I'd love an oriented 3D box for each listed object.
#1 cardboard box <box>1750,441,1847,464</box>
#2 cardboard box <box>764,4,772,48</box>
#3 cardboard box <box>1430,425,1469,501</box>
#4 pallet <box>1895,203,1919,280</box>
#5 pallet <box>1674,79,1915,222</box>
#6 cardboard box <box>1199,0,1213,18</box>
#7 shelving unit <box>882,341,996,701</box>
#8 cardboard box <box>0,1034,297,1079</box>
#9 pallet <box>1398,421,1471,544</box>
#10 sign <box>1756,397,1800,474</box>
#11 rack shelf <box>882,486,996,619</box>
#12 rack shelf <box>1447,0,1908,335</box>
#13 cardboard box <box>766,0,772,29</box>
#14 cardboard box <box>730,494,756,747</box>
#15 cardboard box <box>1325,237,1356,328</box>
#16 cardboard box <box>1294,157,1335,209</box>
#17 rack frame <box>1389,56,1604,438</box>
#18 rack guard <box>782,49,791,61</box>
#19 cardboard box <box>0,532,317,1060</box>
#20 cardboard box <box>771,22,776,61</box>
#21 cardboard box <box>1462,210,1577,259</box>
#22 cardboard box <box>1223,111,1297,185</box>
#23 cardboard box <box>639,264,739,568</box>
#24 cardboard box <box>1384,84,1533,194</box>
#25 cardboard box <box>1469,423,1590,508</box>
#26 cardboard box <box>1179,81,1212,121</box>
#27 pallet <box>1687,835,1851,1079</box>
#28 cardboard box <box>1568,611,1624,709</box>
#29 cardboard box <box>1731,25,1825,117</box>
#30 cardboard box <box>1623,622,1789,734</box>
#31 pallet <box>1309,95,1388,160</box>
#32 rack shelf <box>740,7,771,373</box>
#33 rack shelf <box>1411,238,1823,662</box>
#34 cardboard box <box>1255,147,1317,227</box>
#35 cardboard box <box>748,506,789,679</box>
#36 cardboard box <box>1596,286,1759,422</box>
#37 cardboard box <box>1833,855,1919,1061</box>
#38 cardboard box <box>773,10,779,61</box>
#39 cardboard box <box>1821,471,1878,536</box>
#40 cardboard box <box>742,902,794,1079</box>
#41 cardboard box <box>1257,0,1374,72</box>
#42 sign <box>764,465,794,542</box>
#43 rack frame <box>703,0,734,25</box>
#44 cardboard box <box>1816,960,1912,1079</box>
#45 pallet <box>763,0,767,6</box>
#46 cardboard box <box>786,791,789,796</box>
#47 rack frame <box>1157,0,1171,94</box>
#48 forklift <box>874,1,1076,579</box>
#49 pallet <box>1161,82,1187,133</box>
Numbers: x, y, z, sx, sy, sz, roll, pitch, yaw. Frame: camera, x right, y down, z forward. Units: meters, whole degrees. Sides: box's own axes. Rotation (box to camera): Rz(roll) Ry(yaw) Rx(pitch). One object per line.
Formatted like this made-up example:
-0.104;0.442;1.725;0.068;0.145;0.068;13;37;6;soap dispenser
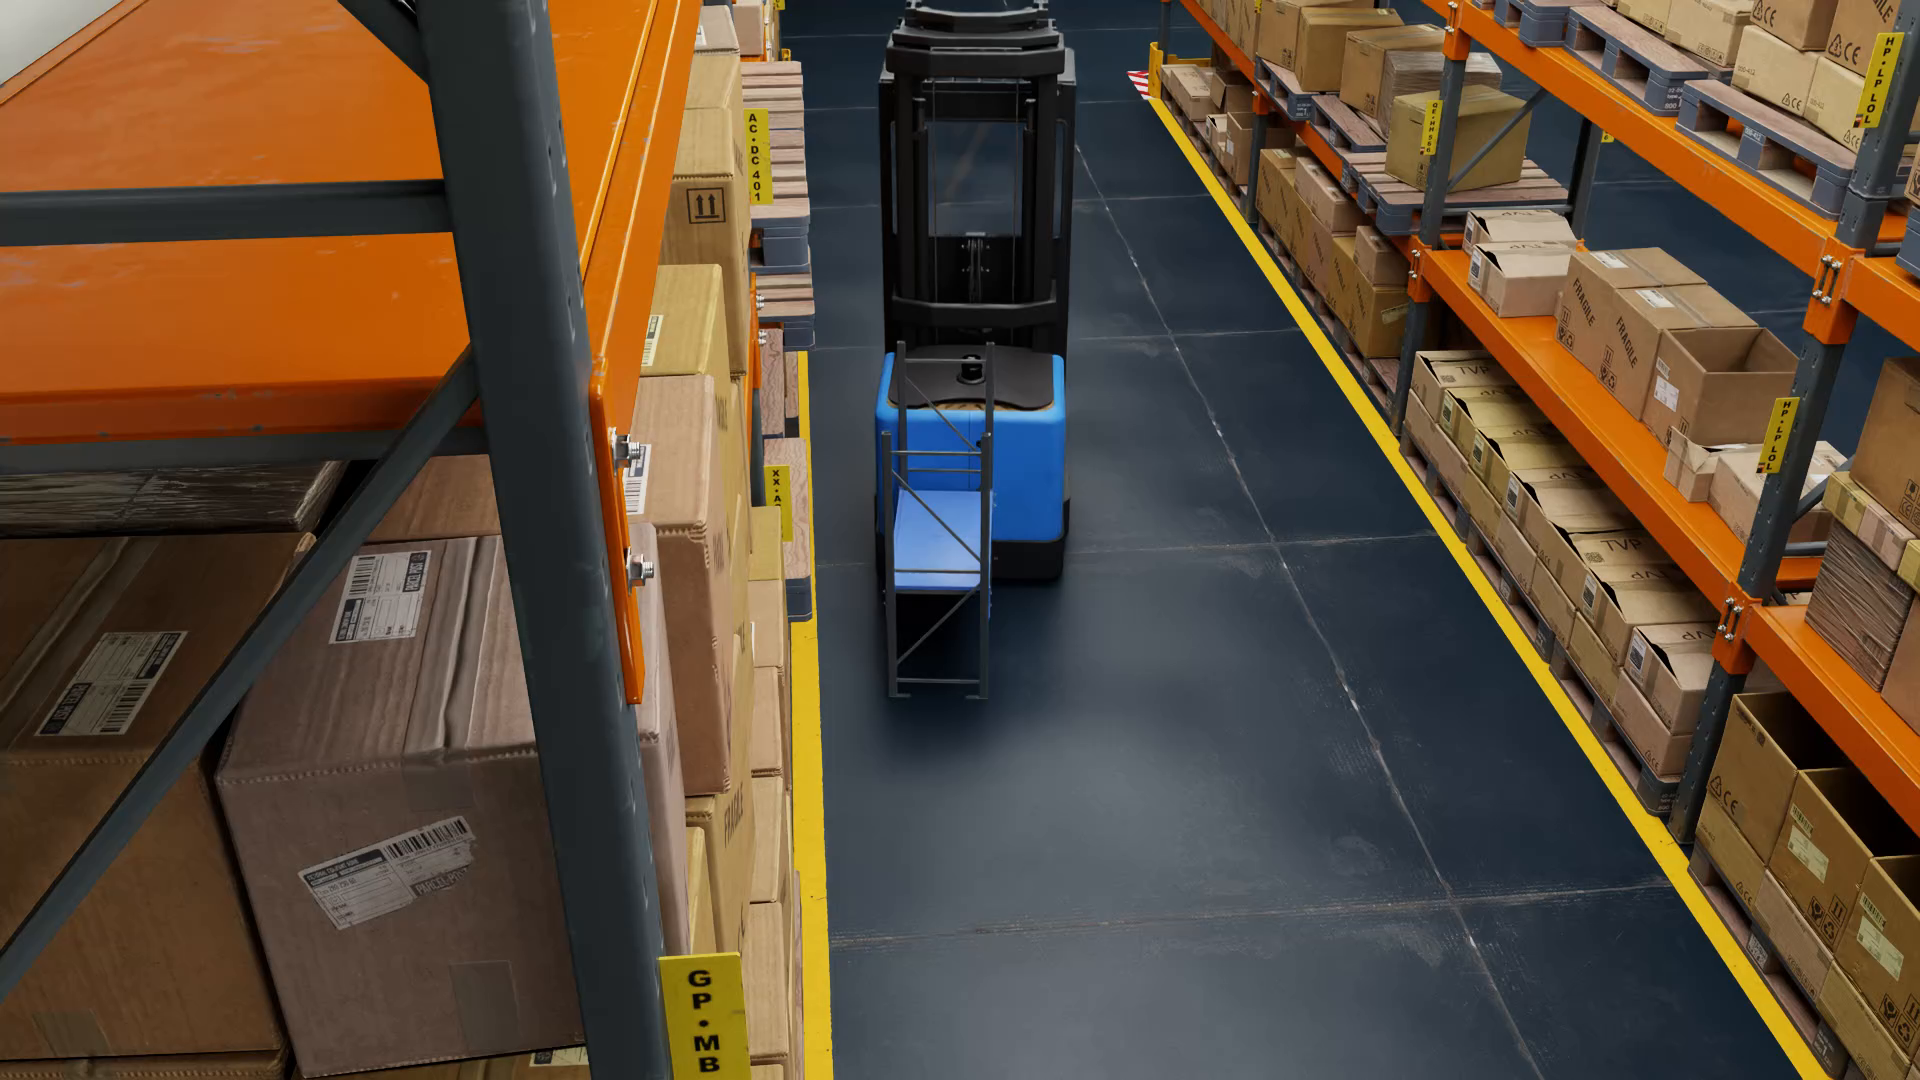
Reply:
3.833;-0.326;7.615;0.380;0.149;0.250;-3;31;-5;cardboard box
-1.582;-3.569;11.662;0.500;0.250;0.500;-2;31;-4;cardboard box
3.143;-0.475;9.892;0.500;0.250;0.500;-4;31;-6;cardboard box
3.818;-0.787;5.303;1.003;0.211;1.213;-3;31;-5;pallet
3.617;-1.627;6.810;0.805;0.209;1.217;-4;31;-7;pallet
2.513;-5.127;15.311;0.500;0.500;0.500;-2;31;-4;cardboard box
-0.092;-0.107;8.466;0.538;1.500;1.048;1;31;2;shelving unit
-1.136;0.770;2.494;0.500;0.500;0.500;-1;31;-1;cardboard box
3.377;-0.394;10.204;1.003;0.211;1.213;-3;31;-5;pallet
3.173;-0.403;6.448;0.100;0.325;0.005;-3;31;-5;sign
-0.092;0.048;8.558;0.538;0.185;1.000;1;31;2;rack shelf
3.526;-1.971;7.902;1.077;0.370;4.000;-3;31;-5;rack shelf
-1.630;-3.830;12.098;0.500;0.250;0.500;-2;31;-4;cardboard box
-0.695;0.247;3.369;0.500;0.500;0.500;-1;31;-2;cardboard box
2.970;-1.860;11.947;0.500;0.500;0.500;-4;31;-6;cardboard box
2.861;-2.724;12.663;0.500;0.250;0.500;-3;31;-4;cardboard box
3.339;-2.014;10.196;1.000;3.000;0.127;-3;31;-5;rack frame
-2.342;-4.798;17.295;1.175;0.500;0.348;-3;31;-5;rack guard
-1.146;0.334;2.248;0.500;0.500;0.500;-1;31;-2;cardboard box
-1.615;-3.512;12.298;0.500;0.500;0.500;-3;31;-4;cardboard box
3.329;-1.787;9.904;0.500;0.311;0.500;-1;31;-1;cardboard box
2.630;-3.449;14.607;0.500;0.500;0.500;-3;31;-5;cardboard box
-0.695;-0.186;3.120;0.500;0.500;0.500;-2;31;-3;cardboard box
3.168;-2.553;10.592;0.700;0.500;0.500;-13;33;-21;cardboard box
3.198;-0.444;9.294;0.500;0.311;0.500;-4;31;-6;cardboard box
2.453;-4.305;16.284;0.500;0.250;0.500;-3;31;-5;cardboard box
3.745;1.634;6.809;1.003;0.211;1.213;-3;31;-5;pallet
3.340;0.573;8.138;0.500;0.250;0.500;-3;31;-5;cardboard box
3.611;-1.970;6.935;0.500;0.250;0.500;-6;31;-9;cardboard box
3.389;0.595;7.554;0.500;0.311;0.500;-3;31;-5;cardboard box
3.153;-2.924;11.907;1.003;0.211;1.213;-3;31;-5;pallet
-1.406;-1.732;7.501;1.077;0.370;4.000;-3;31;-5;rack shelf
3.526;-0.684;8.671;1.077;0.370;4.000;-3;31;-5;rack shelf
2.768;-2.913;13.710;0.500;0.500;0.500;-4;31;-7;cardboard box
-0.867;0.228;5.838;0.500;0.500;0.500;-3;31;-5;cardboard box
3.561;-0.932;8.287;0.500;0.500;0.500;-3;31;-5;cardboard box
3.538;1.469;5.906;0.500;0.500;0.500;-3;31;-5;cardboard box
-2.001;-4.223;13.602;0.980;0.700;0.700;-2;31;-4;cardboard box
3.545;-0.146;6.340;0.380;0.149;0.250;-3;31;-5;cardboard box
-0.669;1.269;4.096;0.500;0.500;0.500;-4;31;-6;cardboard box
2.787;-4.026;13.059;0.700;0.500;0.500;-13;33;-21;cardboard box
-0.679;-0.134;6.204;0.100;0.325;0.005;-3;31;-5;sign
-1.219;-2.308;4.838;1.000;3.000;0.127;-3;31;-5;rack frame
3.537;1.791;6.098;0.500;0.250;0.500;-3;31;-5;cardboard box
-1.706;-3.307;9.621;1.213;0.211;1.003;-1;31;-2;pallet
-0.835;0.806;5.603;0.500;0.250;0.500;-3;31;-4;cardboard box
2.591;-6.098;17.034;1.000;3.000;0.127;-3;31;-5;rack frame
0.104;-1.764;9.845;1.130;2.935;3.031;1;31;2;forklift
2.674;-4.455;17.003;1.003;0.211;1.213;-3;31;-5;pallet
